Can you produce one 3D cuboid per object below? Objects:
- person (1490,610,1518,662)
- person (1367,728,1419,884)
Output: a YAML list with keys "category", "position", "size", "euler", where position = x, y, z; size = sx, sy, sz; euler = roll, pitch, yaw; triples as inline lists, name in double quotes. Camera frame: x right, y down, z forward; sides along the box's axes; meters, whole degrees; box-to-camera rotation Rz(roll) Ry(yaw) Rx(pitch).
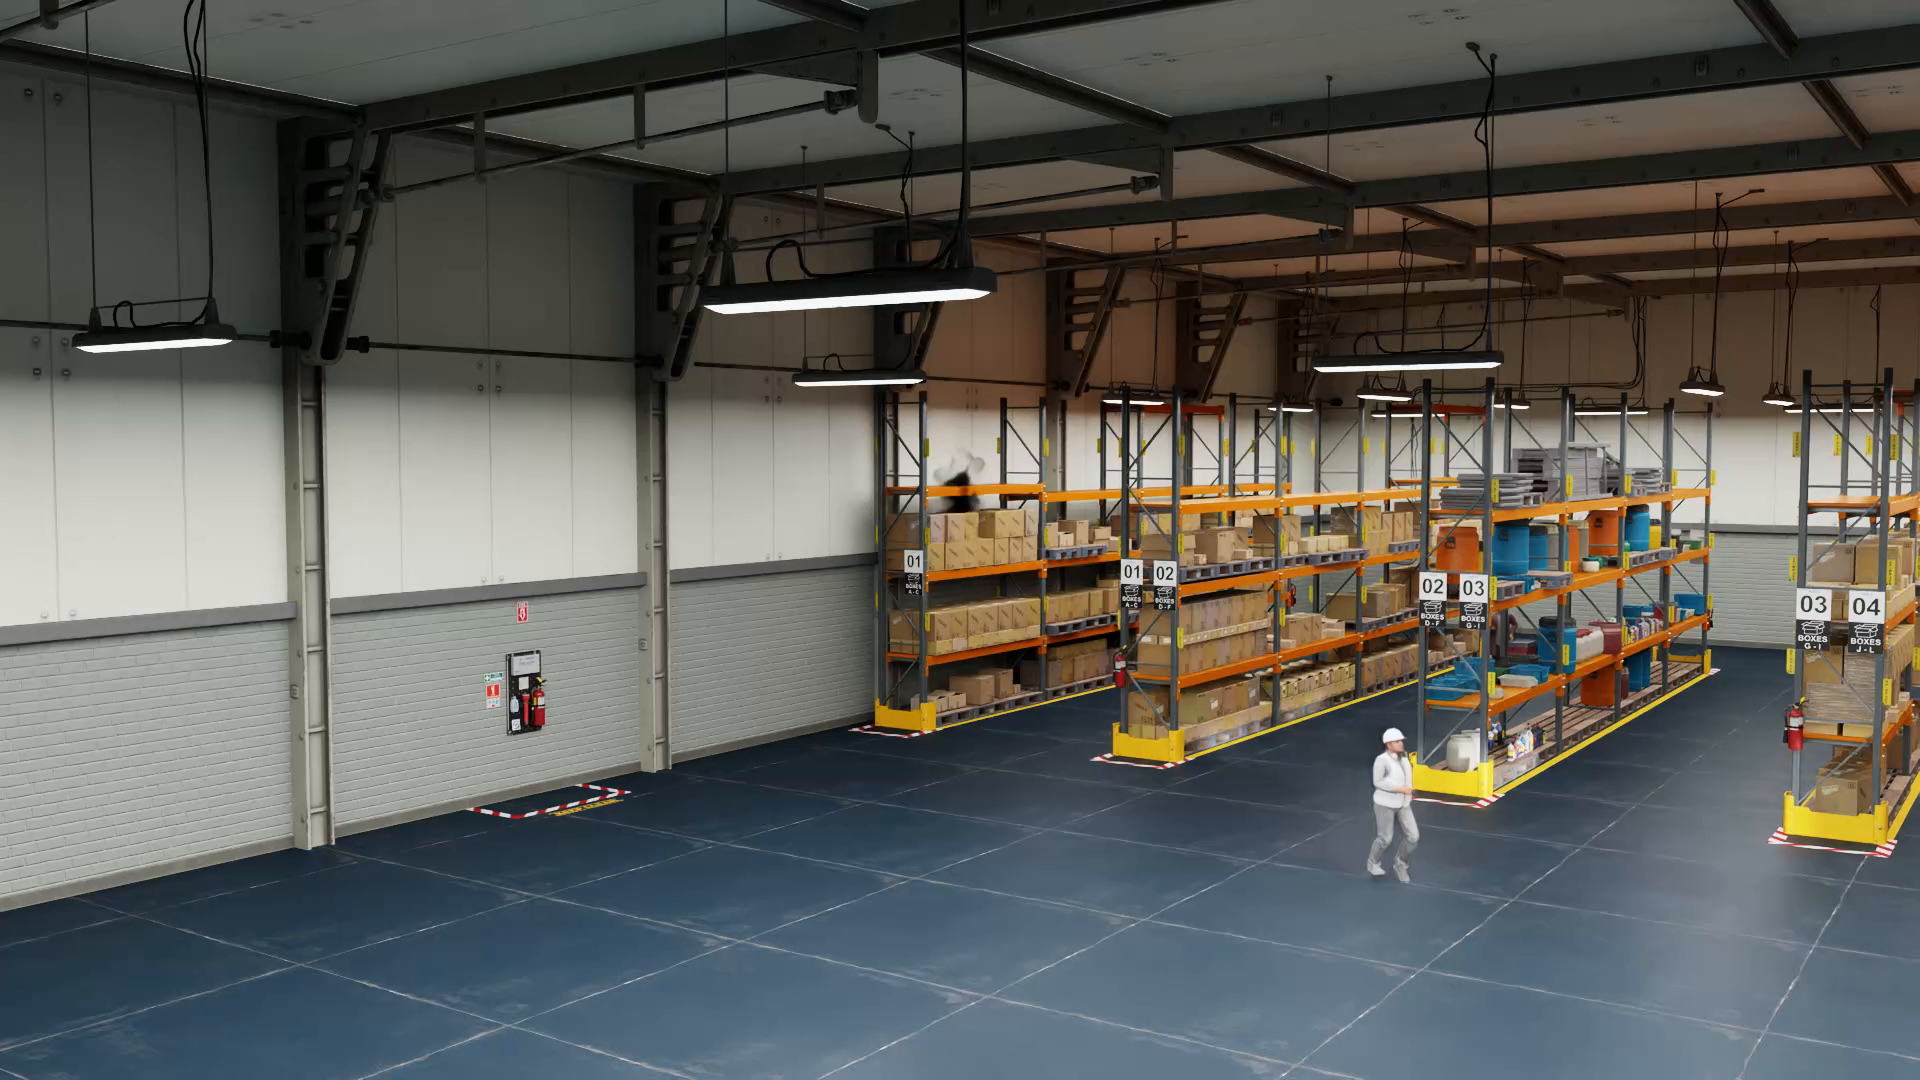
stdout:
- category: "person"
  position: [11.220, 2.192, 34.596]
  size: [0.686, 1.837, 0.805]
  euler: [1, 3, 23]
- category: "person"
  position: [5.005, 3.072, 19.128]
  size: [0.669, 1.829, 0.726]
  euler: [-2, 4, -29]
